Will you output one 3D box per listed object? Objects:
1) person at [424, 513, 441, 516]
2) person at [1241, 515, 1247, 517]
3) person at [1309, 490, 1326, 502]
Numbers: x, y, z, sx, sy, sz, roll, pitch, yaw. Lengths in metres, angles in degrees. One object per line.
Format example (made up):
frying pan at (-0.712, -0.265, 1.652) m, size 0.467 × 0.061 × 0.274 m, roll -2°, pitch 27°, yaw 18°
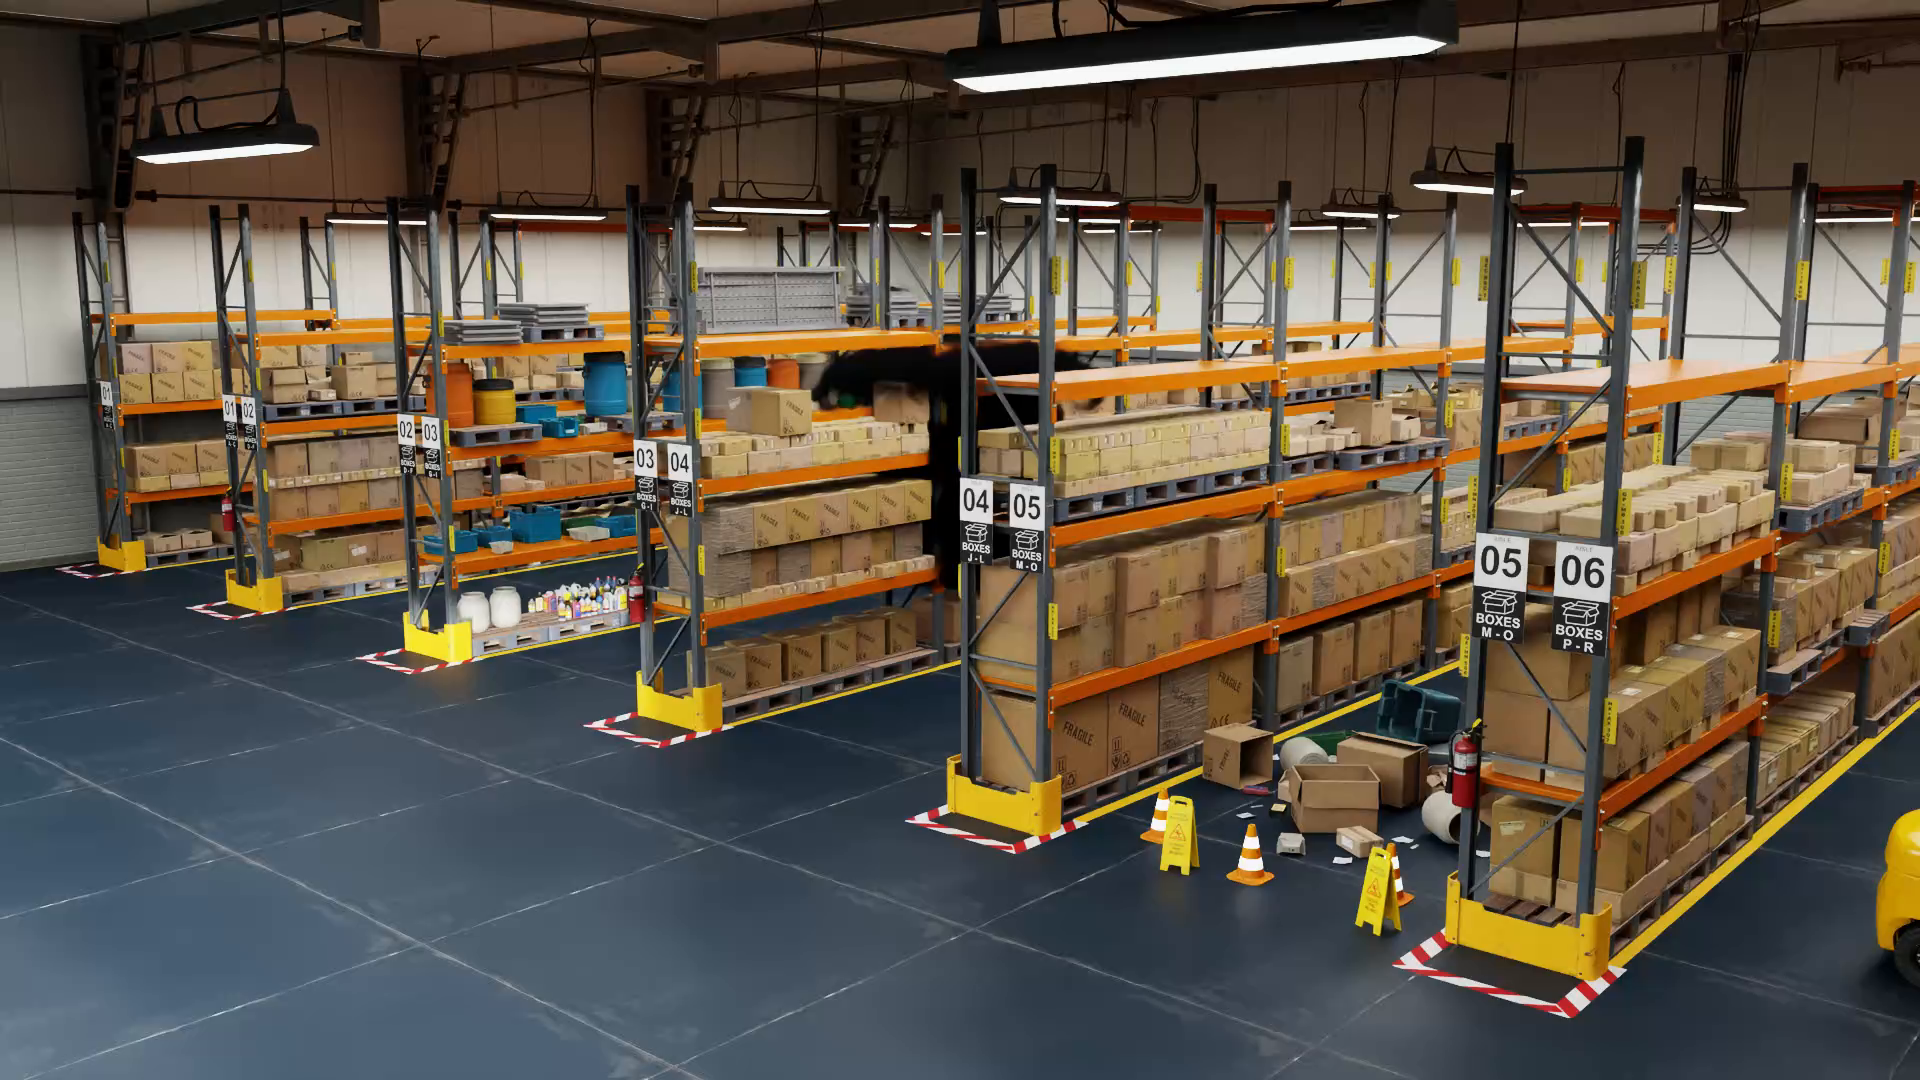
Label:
person at (-9.333, -0.583, 29.561) m, size 0.685 × 1.731 × 0.788 m, roll 5°, pitch 11°, yaw 28°
person at (3.783, 0.452, 22.020) m, size 0.561 × 1.610 × 0.675 m, roll 4°, pitch 10°, yaw 24°
person at (5.863, -0.077, 26.810) m, size 0.878 × 1.687 × 0.585 m, roll -9°, pitch 13°, yaw -43°
